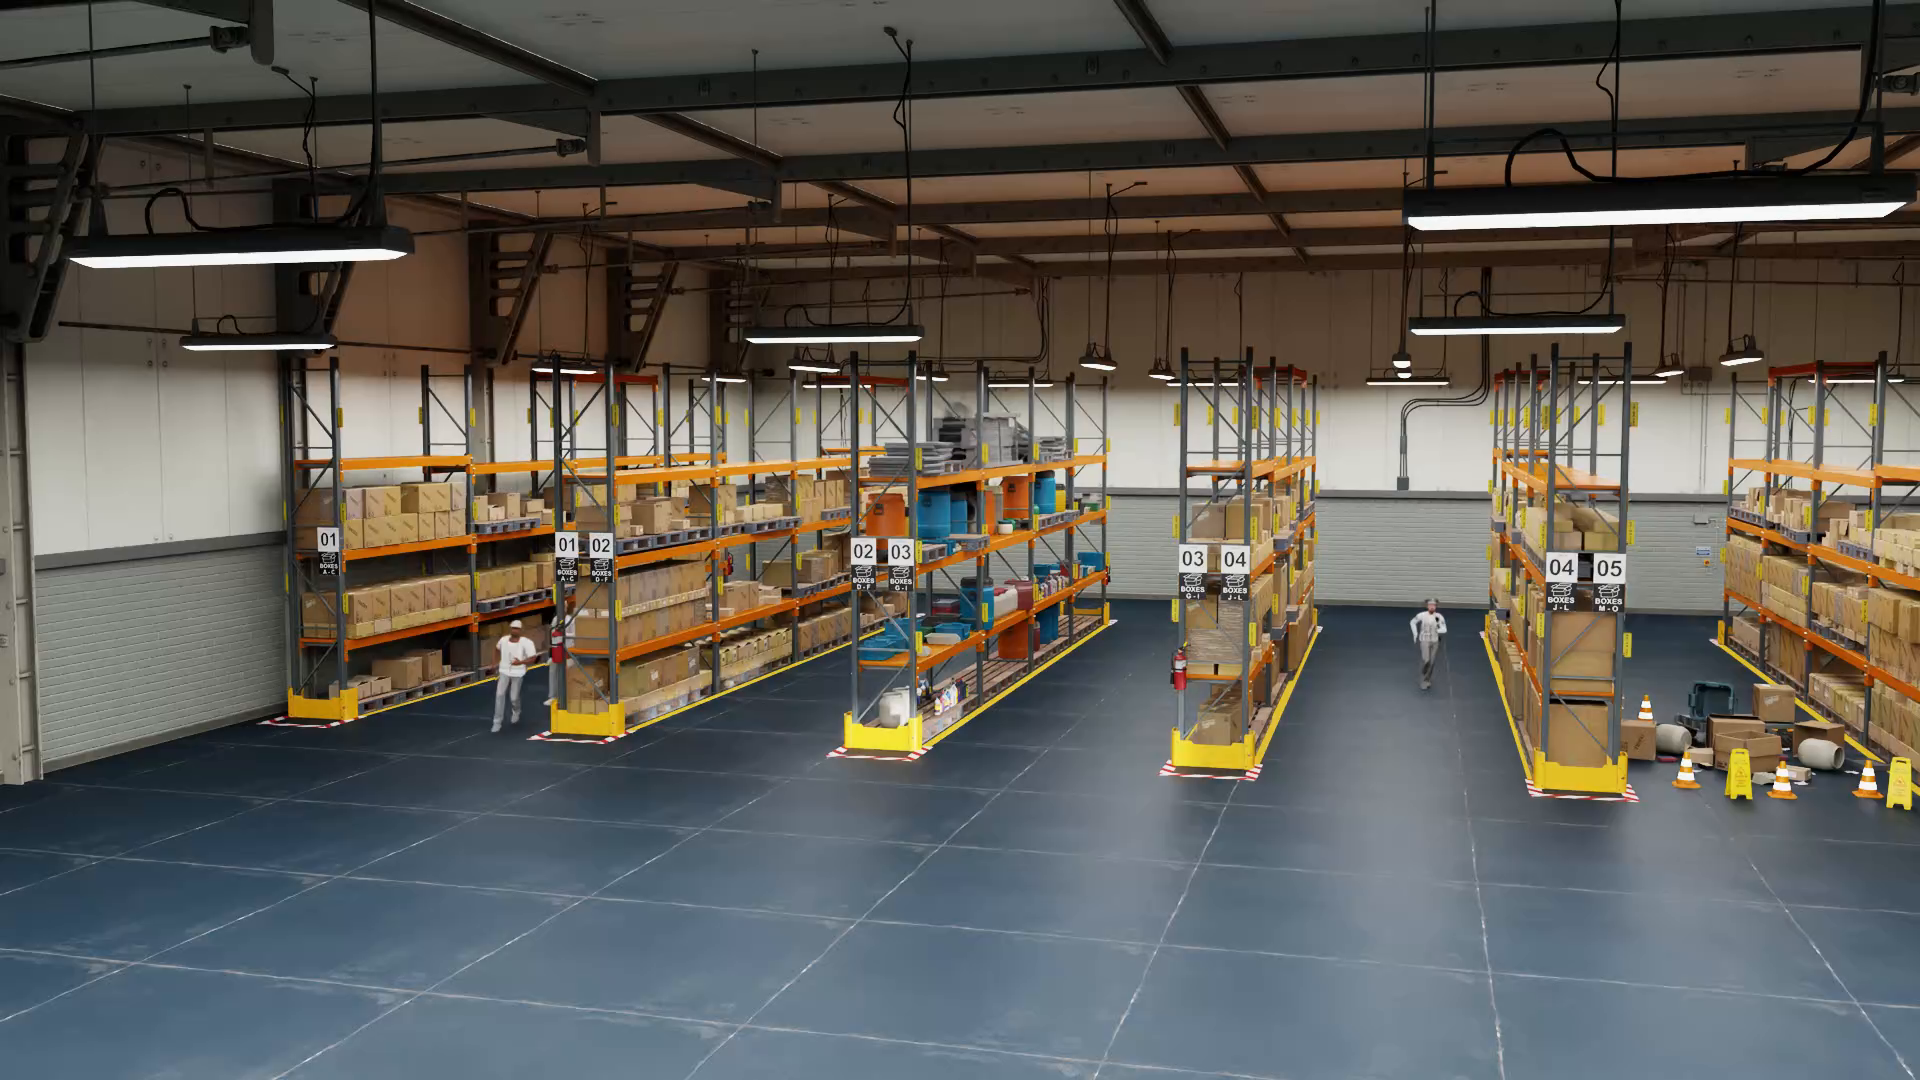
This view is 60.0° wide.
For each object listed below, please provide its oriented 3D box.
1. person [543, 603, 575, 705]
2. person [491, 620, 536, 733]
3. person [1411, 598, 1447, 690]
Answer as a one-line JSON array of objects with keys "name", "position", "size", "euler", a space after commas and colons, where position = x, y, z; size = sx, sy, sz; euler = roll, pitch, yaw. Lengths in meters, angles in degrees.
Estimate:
[{"name": "person", "position": [-6.932, 1.955, 28.978], "size": [0.704, 1.750, 1.038], "euler": [1, 4, 18]}, {"name": "person", "position": [-7.164, 2.147, 26.662], "size": [0.727, 1.743, 0.986], "euler": [0, 4, 0]}, {"name": "person", "position": [8.648, 1.906, 30.681], "size": [0.554, 1.705, 0.647], "euler": [0, 4, 3]}]
